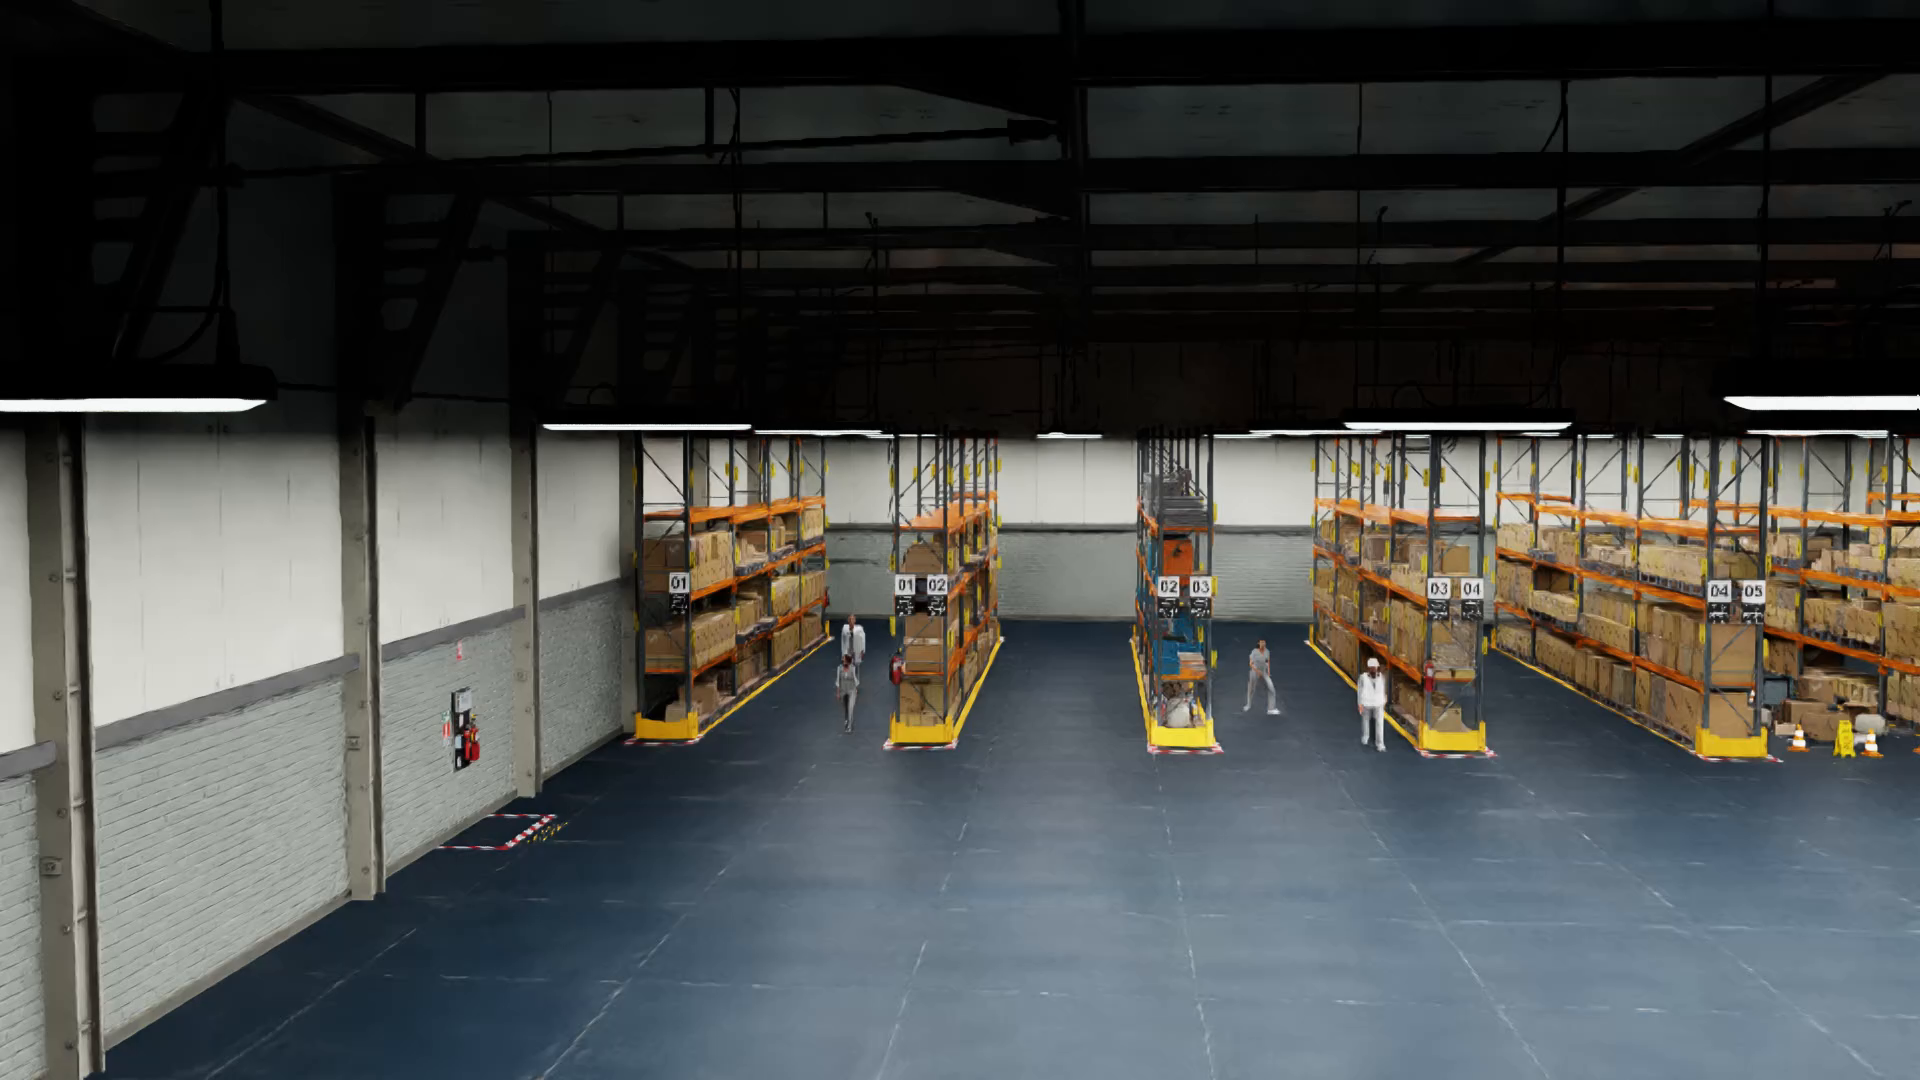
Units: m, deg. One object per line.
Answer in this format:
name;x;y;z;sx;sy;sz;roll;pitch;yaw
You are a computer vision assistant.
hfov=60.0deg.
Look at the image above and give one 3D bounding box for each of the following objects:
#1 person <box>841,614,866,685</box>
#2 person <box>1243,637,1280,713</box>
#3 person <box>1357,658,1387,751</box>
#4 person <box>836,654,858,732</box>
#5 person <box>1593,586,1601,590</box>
person;-2.462;2.557;38.259;0.600;1.725;1.110;0;3;4
person;6.294;2.815;34.872;0.609;1.604;0.814;-1;4;-12
person;7.613;3.013;30.771;0.543;1.698;1.114;0;3;8
person;-2.233;2.982;32.734;0.417;1.517;1.036;0;3;7
person;17.725;2.106;46.310;0.618;1.666;0.576;-1;3;-11
